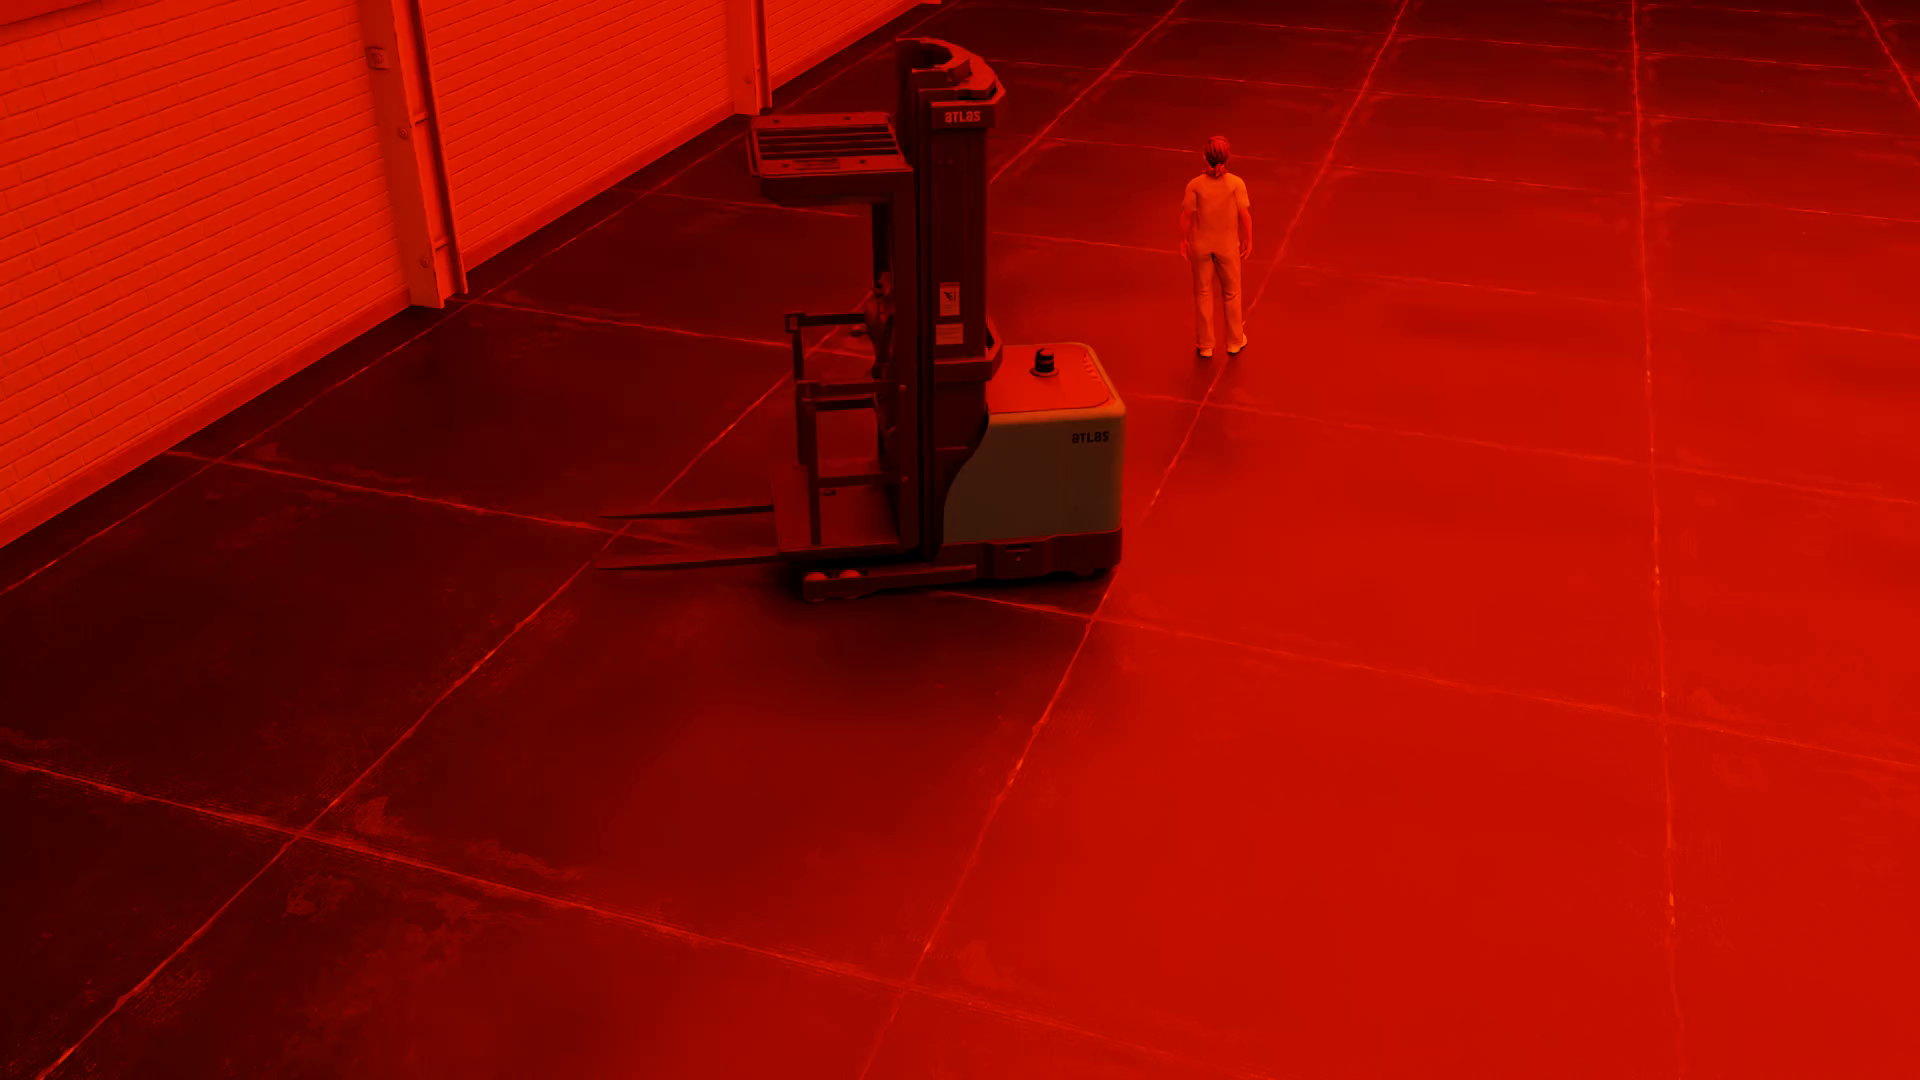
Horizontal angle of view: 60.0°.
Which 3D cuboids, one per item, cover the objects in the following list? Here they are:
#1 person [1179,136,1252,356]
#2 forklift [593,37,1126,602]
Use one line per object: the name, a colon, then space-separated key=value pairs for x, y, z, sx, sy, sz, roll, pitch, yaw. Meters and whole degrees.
person: x=1.879 y=-2.161 z=12.179 sx=0.549 sy=1.673 sz=0.548 roll=6 pitch=30 yaw=11
forklift: x=-0.620 y=-1.199 z=9.240 sx=3.031 sy=2.935 sz=1.130 roll=-4 pitch=30 yaw=-8
